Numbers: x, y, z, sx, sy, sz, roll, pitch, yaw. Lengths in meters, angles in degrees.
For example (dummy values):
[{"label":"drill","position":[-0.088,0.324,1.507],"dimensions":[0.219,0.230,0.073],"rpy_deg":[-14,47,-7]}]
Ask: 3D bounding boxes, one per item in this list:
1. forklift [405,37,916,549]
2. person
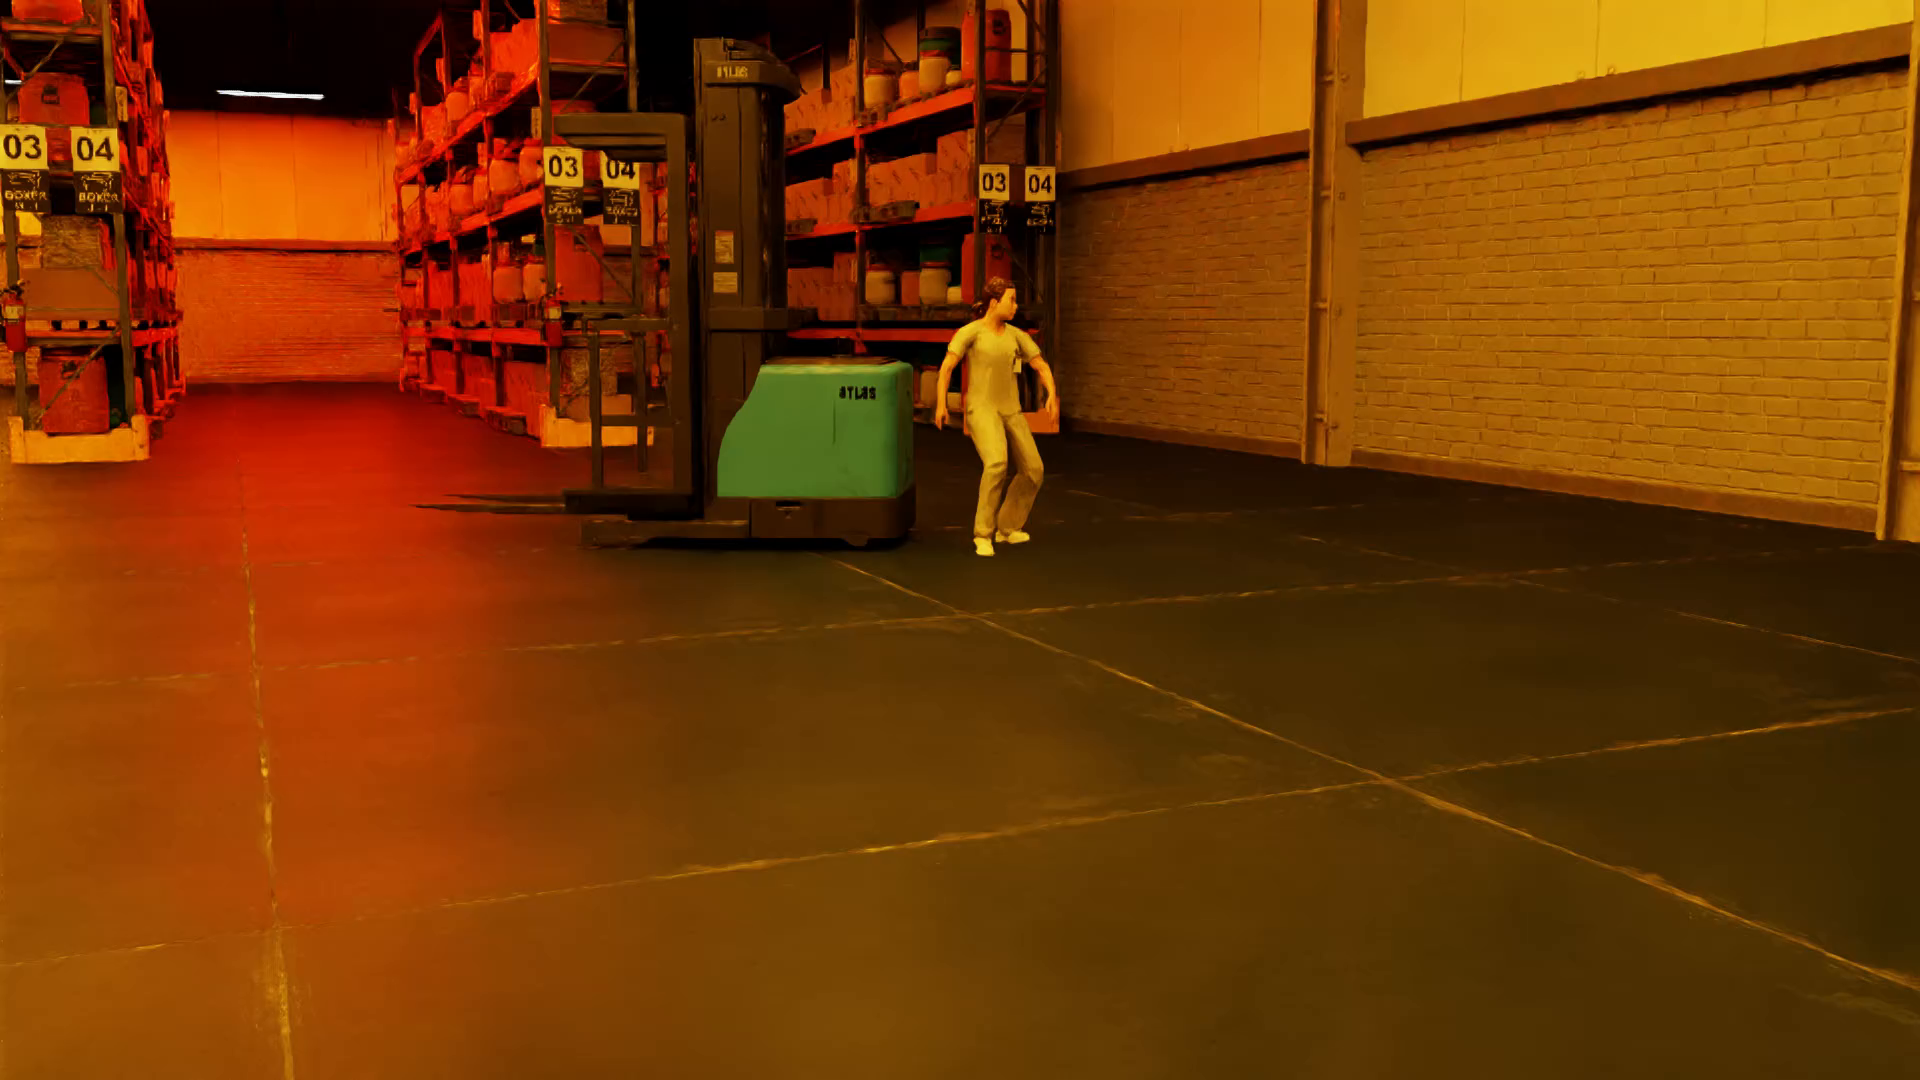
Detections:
[{"label":"forklift","position":[-1.823,-1.471,10.098],"dimensions":[3.031,2.935,1.130],"rpy_deg":[1,8,5]},{"label":"person","position":[0.214,-0.731,9.723],"dimensions":[0.738,1.604,0.552],"rpy_deg":[-5,9,-33]}]
